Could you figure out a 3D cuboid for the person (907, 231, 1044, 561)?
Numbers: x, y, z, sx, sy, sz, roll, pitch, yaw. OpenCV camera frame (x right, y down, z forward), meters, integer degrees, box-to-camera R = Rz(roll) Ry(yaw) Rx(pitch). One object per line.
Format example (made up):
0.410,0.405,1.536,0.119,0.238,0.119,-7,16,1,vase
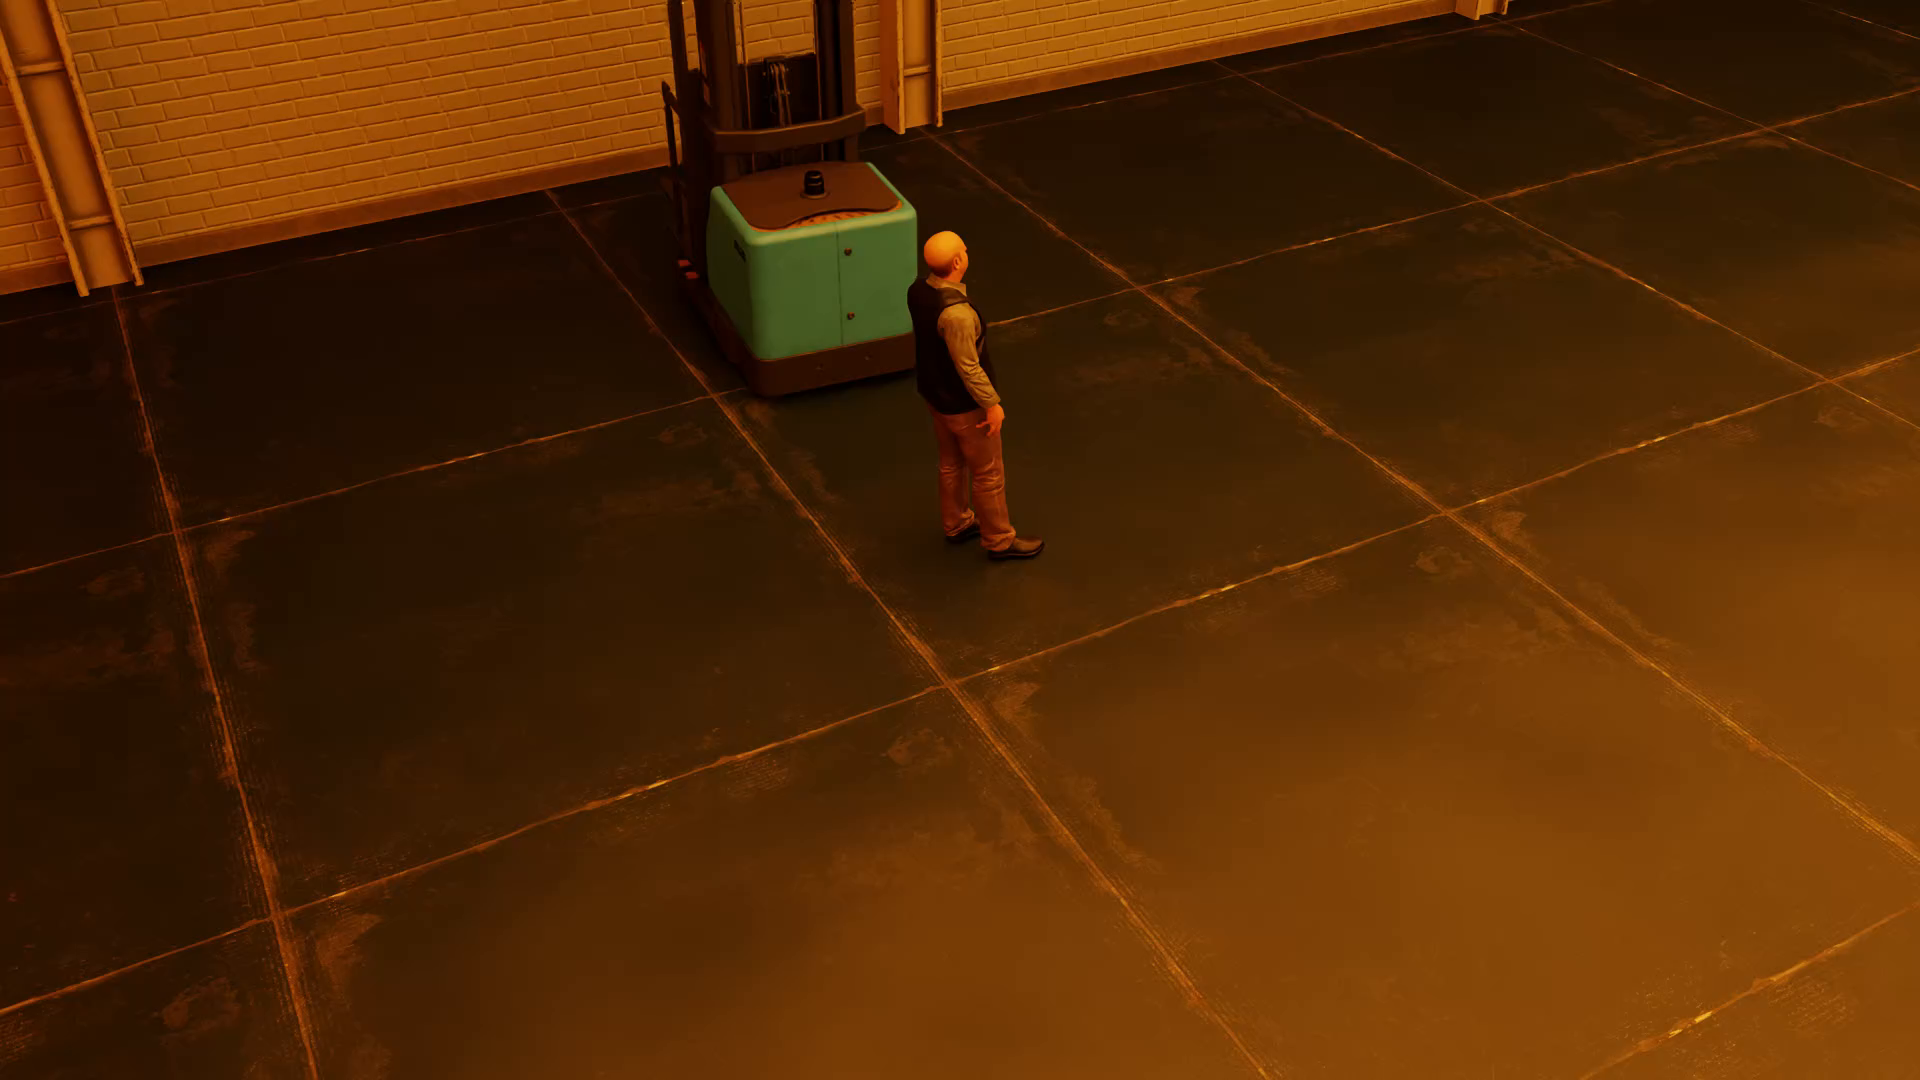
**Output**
0.059,-0.722,8.180,0.566,1.722,0.633,-17,39,-23,person

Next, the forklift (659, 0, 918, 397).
-1.265,-2.880,10.198,1.130,2.935,3.031,-14,37,-18,forklift
